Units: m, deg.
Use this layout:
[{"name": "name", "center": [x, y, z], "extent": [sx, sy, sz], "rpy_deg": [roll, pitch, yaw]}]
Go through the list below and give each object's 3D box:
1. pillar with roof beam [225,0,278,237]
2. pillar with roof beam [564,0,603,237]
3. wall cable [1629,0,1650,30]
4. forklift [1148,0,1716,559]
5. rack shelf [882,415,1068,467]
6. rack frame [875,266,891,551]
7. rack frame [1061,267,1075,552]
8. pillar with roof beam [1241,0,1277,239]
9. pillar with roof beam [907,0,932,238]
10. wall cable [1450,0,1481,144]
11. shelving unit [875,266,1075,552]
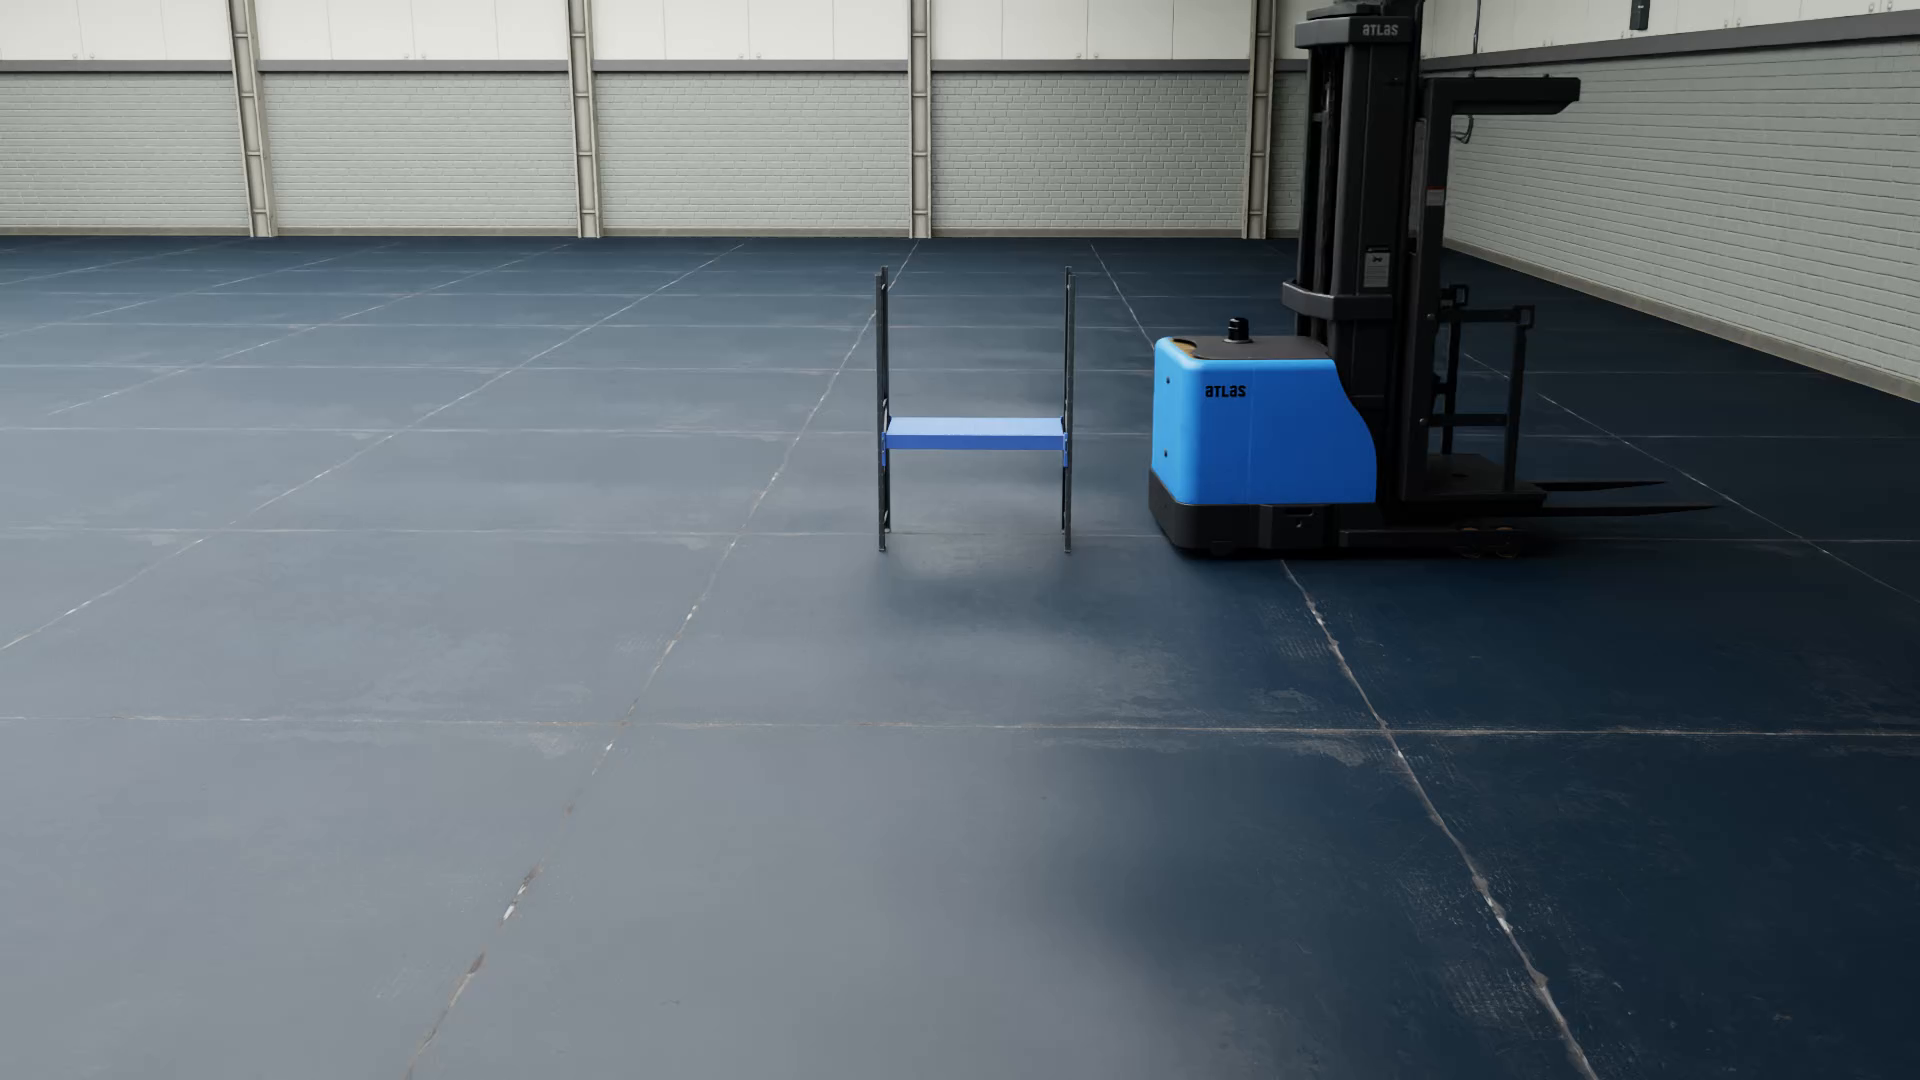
[{"name": "pillar with roof beam", "center": [-12.818, -8.807, 25.080], "extent": [0.400, 9.000, 9.100], "rpy_deg": [0, 15, 1]}, {"name": "pillar with roof beam", "center": [-6.820, -8.768, 24.932], "extent": [0.400, 9.000, 9.100], "rpy_deg": [0, 15, 1]}, {"name": "wall cable", "center": [7.939, -8.654, 17.836], "extent": [0.169, 6.003, 2.305], "rpy_deg": [0, 15, 1]}, {"name": "forklift", "center": [2.644, -1.452, 9.099], "extent": [3.031, 2.935, 1.130], "rpy_deg": [-1, 15, -3]}, {"name": "rack shelf", "center": [0.085, -0.551, 9.192], "extent": [1.000, 0.185, 0.538], "rpy_deg": [0, 15, 1]}, {"name": "rack frame", "center": [-0.423, -0.728, 9.159], "extent": [0.032, 1.500, 0.500], "rpy_deg": [0, 15, 1]}, {"name": "rack frame", "center": [0.593, -0.721, 9.134], "extent": [0.032, 1.500, 0.500], "rpy_deg": [0, 15, 1]}, {"name": "pillar with roof beam", "center": [5.176, -8.689, 24.635], "extent": [0.400, 9.000, 9.100], "rpy_deg": [0, 15, 1]}, {"name": "pillar with roof beam", "center": [-0.822, -8.728, 24.783], "extent": [0.400, 9.000, 9.100], "rpy_deg": [0, 15, 1]}, {"name": "wall cable", "center": [8.197, -7.929, 27.842], "extent": [0.112, 2.526, 3.097], "rpy_deg": [0, 15, 1]}, {"name": "shelving unit", "center": [0.085, -0.725, 9.147], "extent": [1.048, 1.500, 0.538], "rpy_deg": [0, 15, 1]}]
